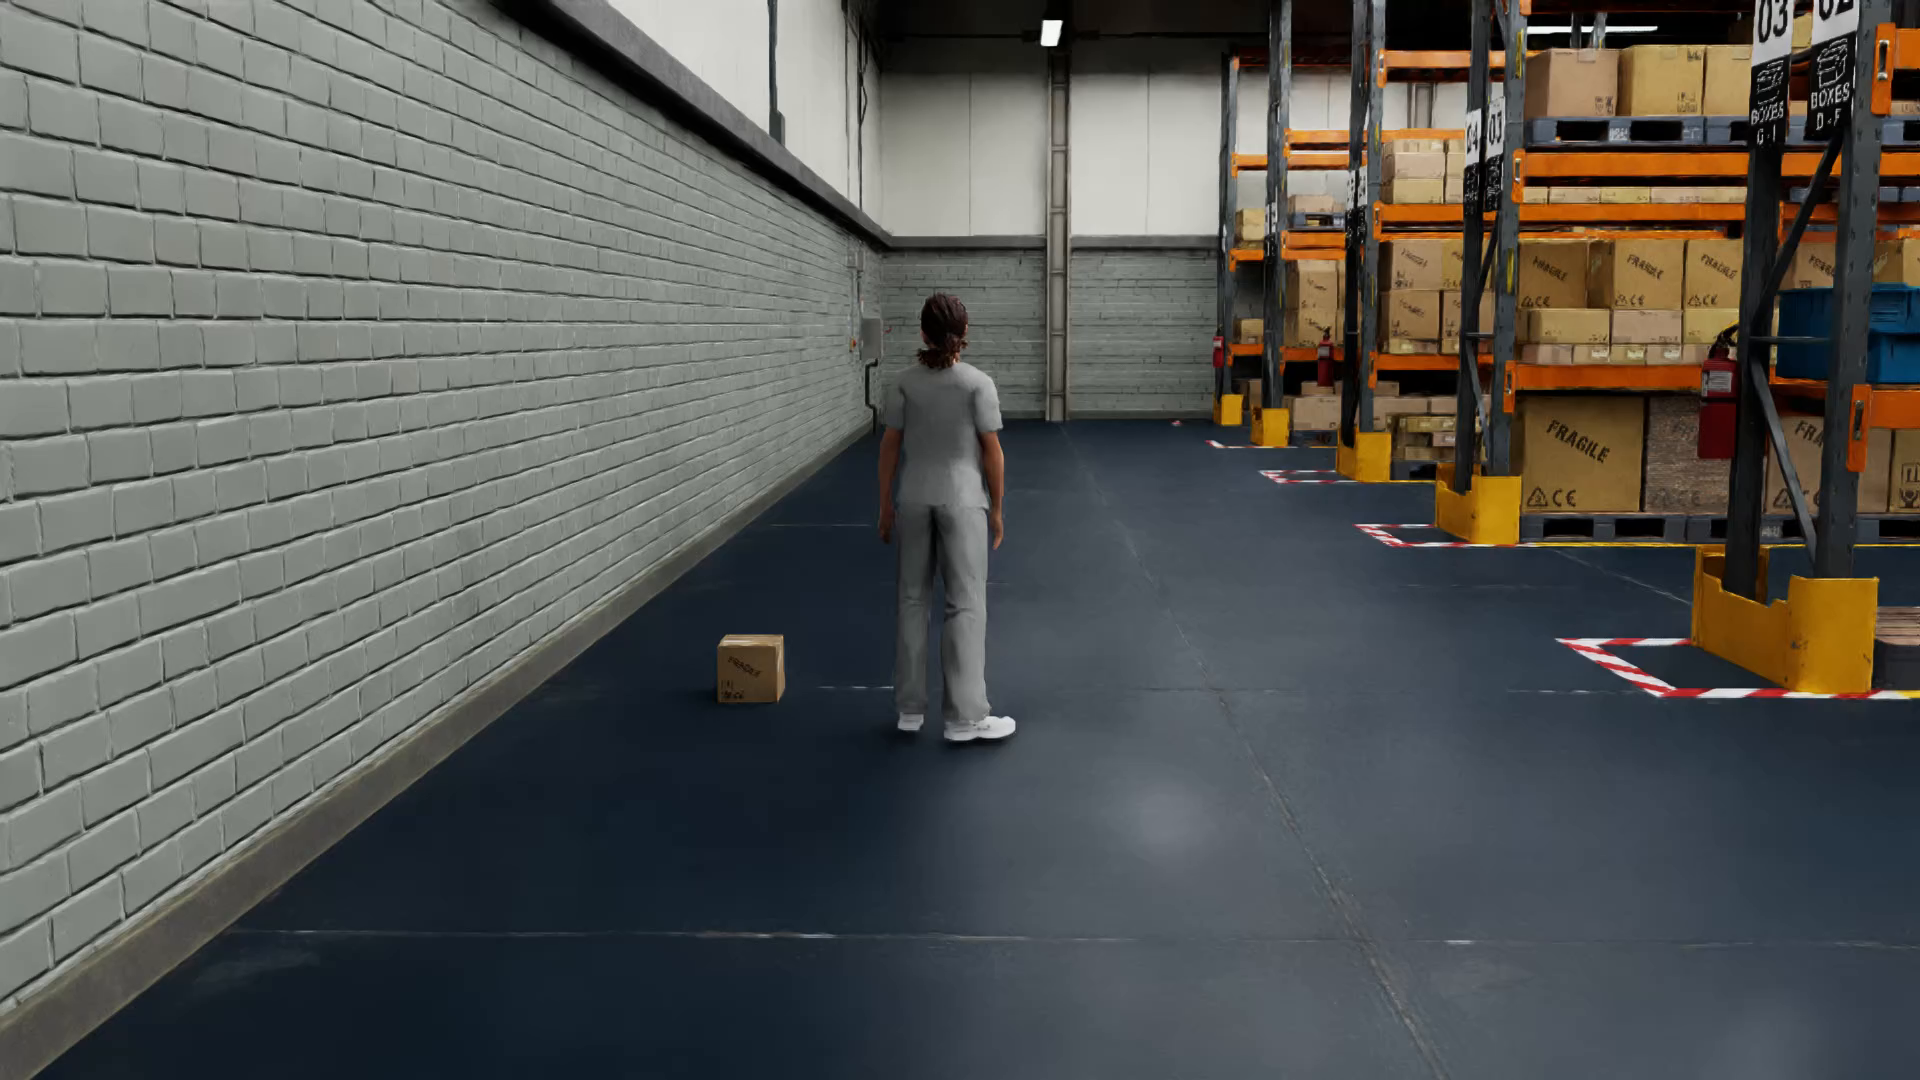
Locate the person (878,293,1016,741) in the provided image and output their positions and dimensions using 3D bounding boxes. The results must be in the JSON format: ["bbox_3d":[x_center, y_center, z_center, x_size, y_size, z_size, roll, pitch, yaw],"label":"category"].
[{"bbox_3d":[-0.057,-0.090,6.319,0.540,1.681,0.366,3,8,19],"label":"person"}]
